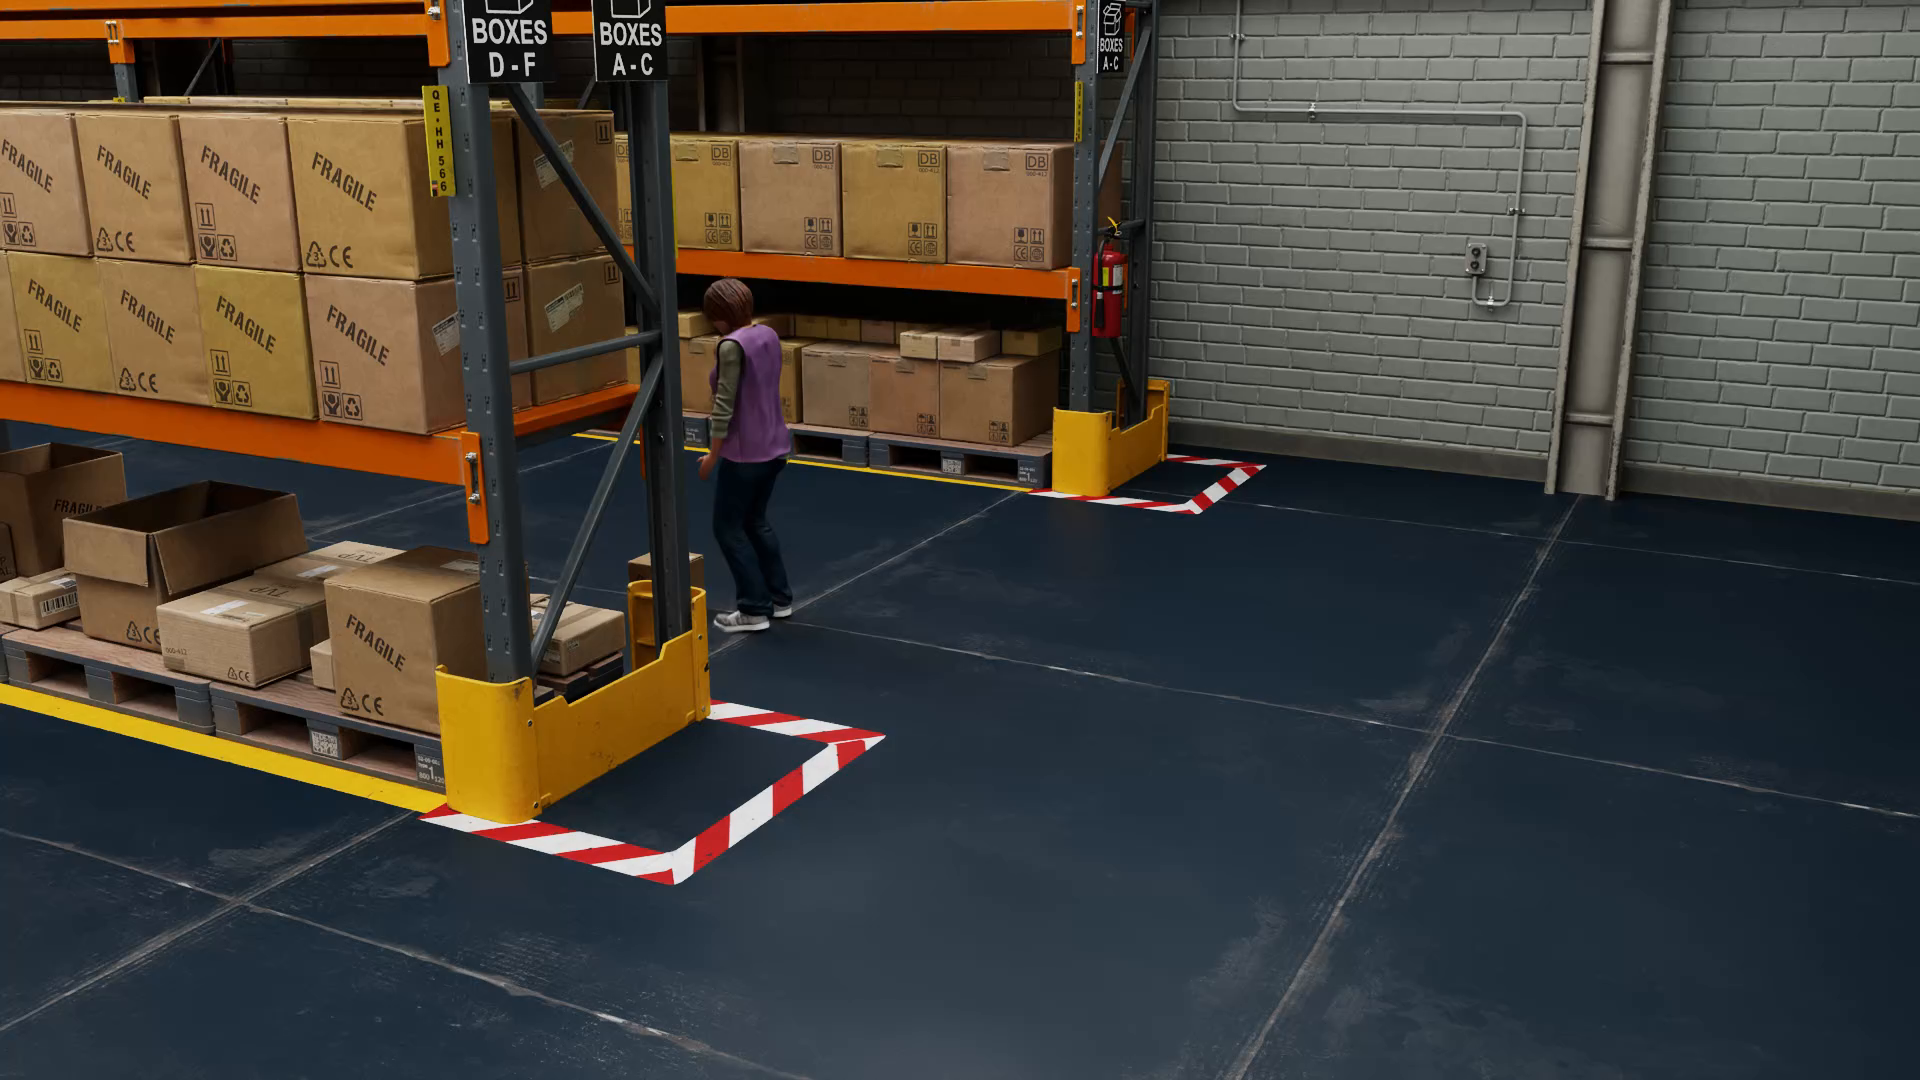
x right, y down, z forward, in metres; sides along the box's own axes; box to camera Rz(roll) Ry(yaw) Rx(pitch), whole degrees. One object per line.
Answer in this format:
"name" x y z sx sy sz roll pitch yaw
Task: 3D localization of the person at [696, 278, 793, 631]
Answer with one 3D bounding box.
"person" -0.950 -0.368 7.388 0.354 1.573 0.420 7 18 23
